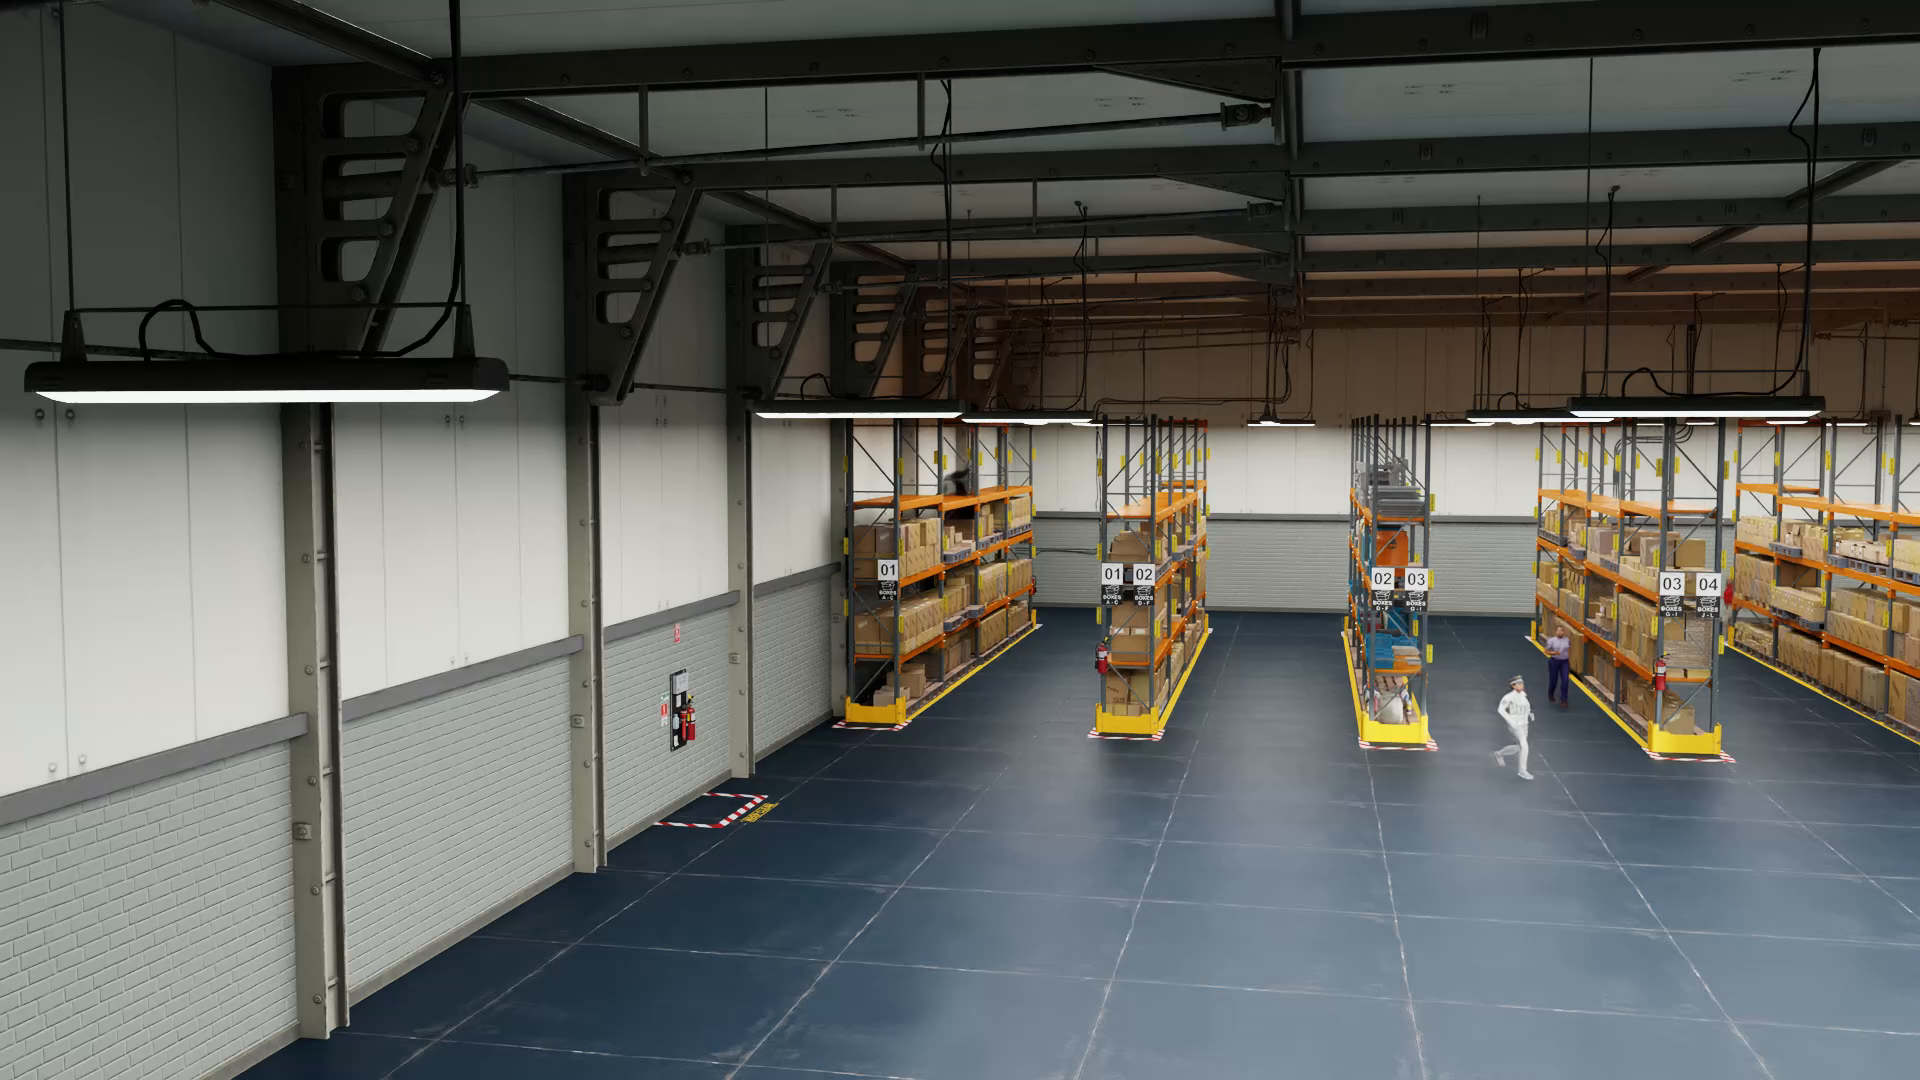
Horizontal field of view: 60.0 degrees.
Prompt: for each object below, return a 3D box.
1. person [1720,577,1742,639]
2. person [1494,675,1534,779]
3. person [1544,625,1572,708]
[{"bbox_3d":[20.949,1.873,45.108,0.870,1.769,0.688,0,4,4],"label":"person"},{"bbox_3d":[9.182,3.062,27.509,0.612,1.695,0.746,-3,5,-36],"label":"person"},{"bbox_3d":[12.385,2.586,34.379,0.606,1.648,0.873,0,4,7],"label":"person"}]
